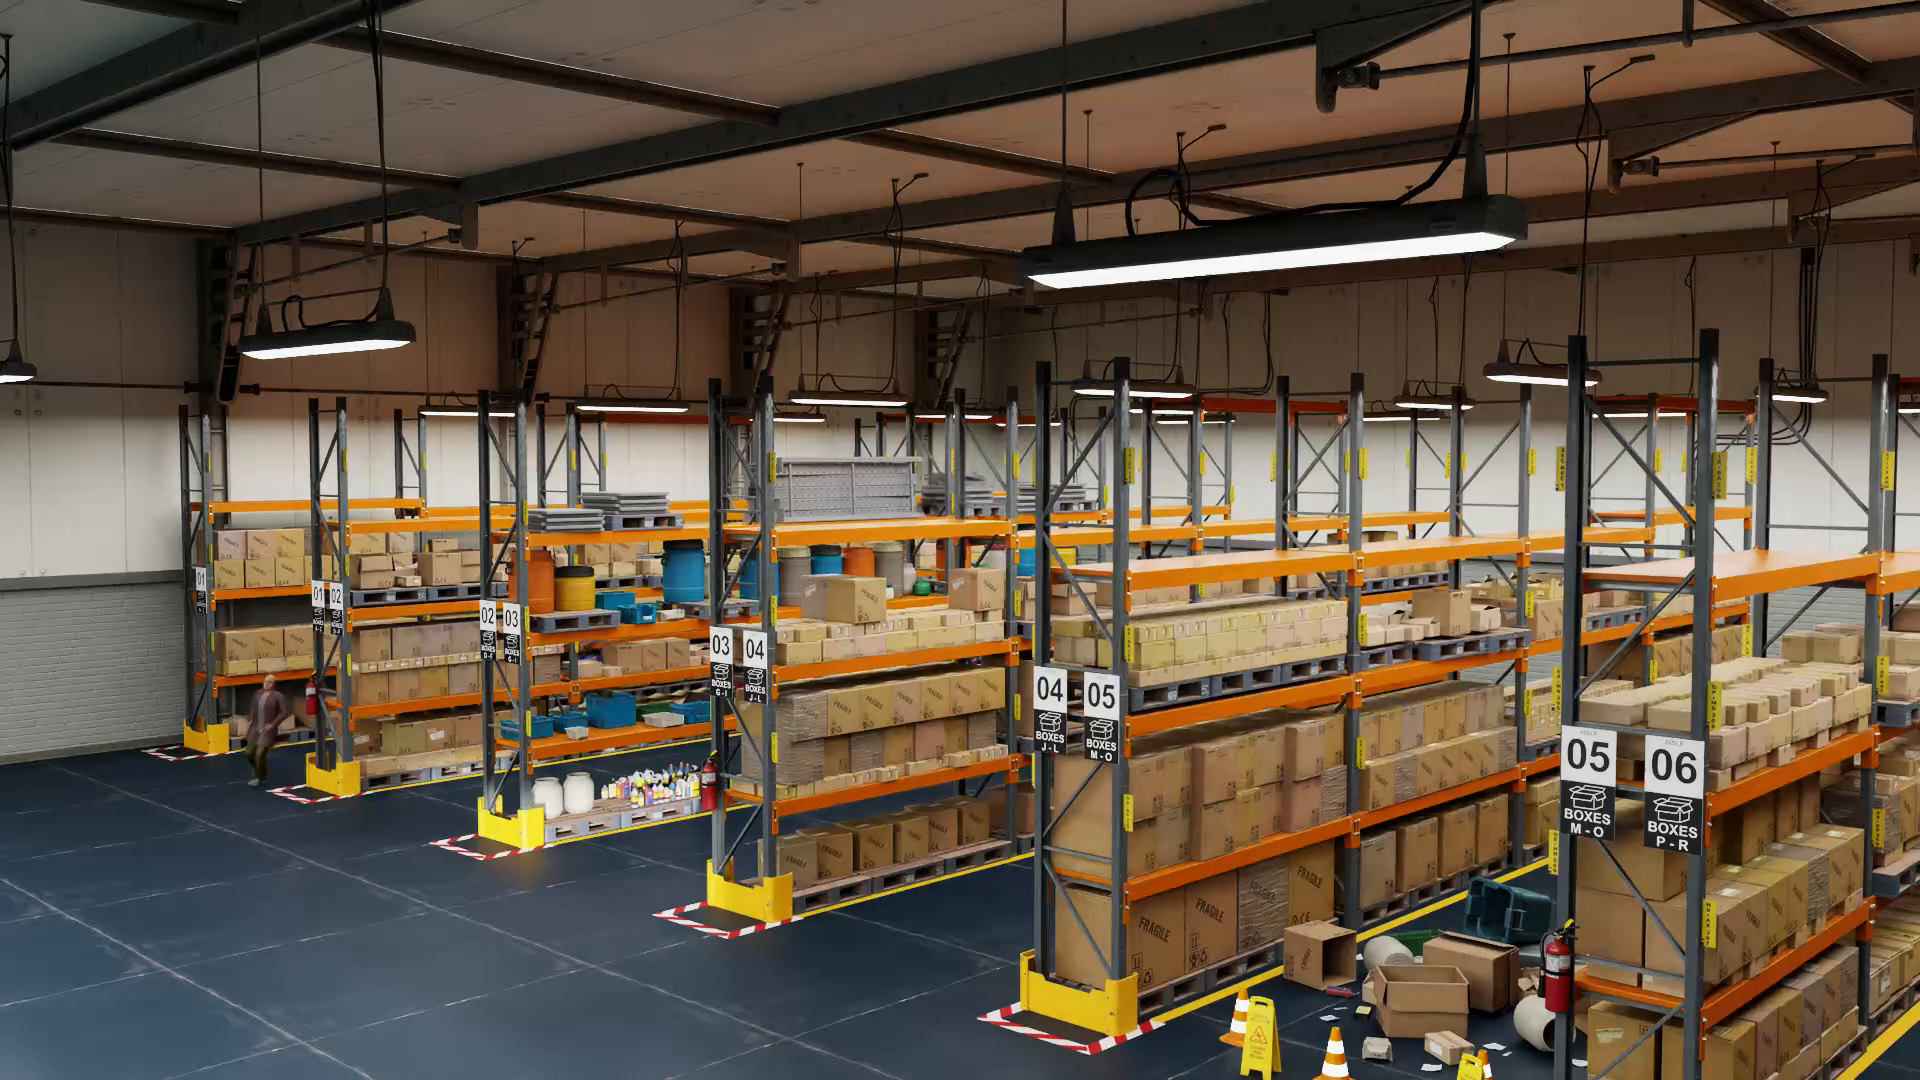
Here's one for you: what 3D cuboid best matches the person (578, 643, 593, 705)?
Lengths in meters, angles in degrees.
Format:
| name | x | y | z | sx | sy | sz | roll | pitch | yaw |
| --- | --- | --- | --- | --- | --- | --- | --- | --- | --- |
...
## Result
| name | x | y | z | sx | sy | sz | roll | pitch | yaw |
| --- | --- | --- | --- | --- | --- | --- | --- | --- | --- |
| person | -7.047 | 2.738 | 31.257 | 0.568 | 1.632 | 0.867 | 2 | 4 | 39 |

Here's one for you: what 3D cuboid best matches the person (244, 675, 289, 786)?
| name | x | y | z | sx | sy | sz | roll | pitch | yaw |
| --- | --- | --- | --- | --- | --- | --- | --- | --- | --- |
| person | -10.754 | 2.946 | 25.783 | 0.729 | 1.720 | 0.599 | 0 | 3 | 8 |
